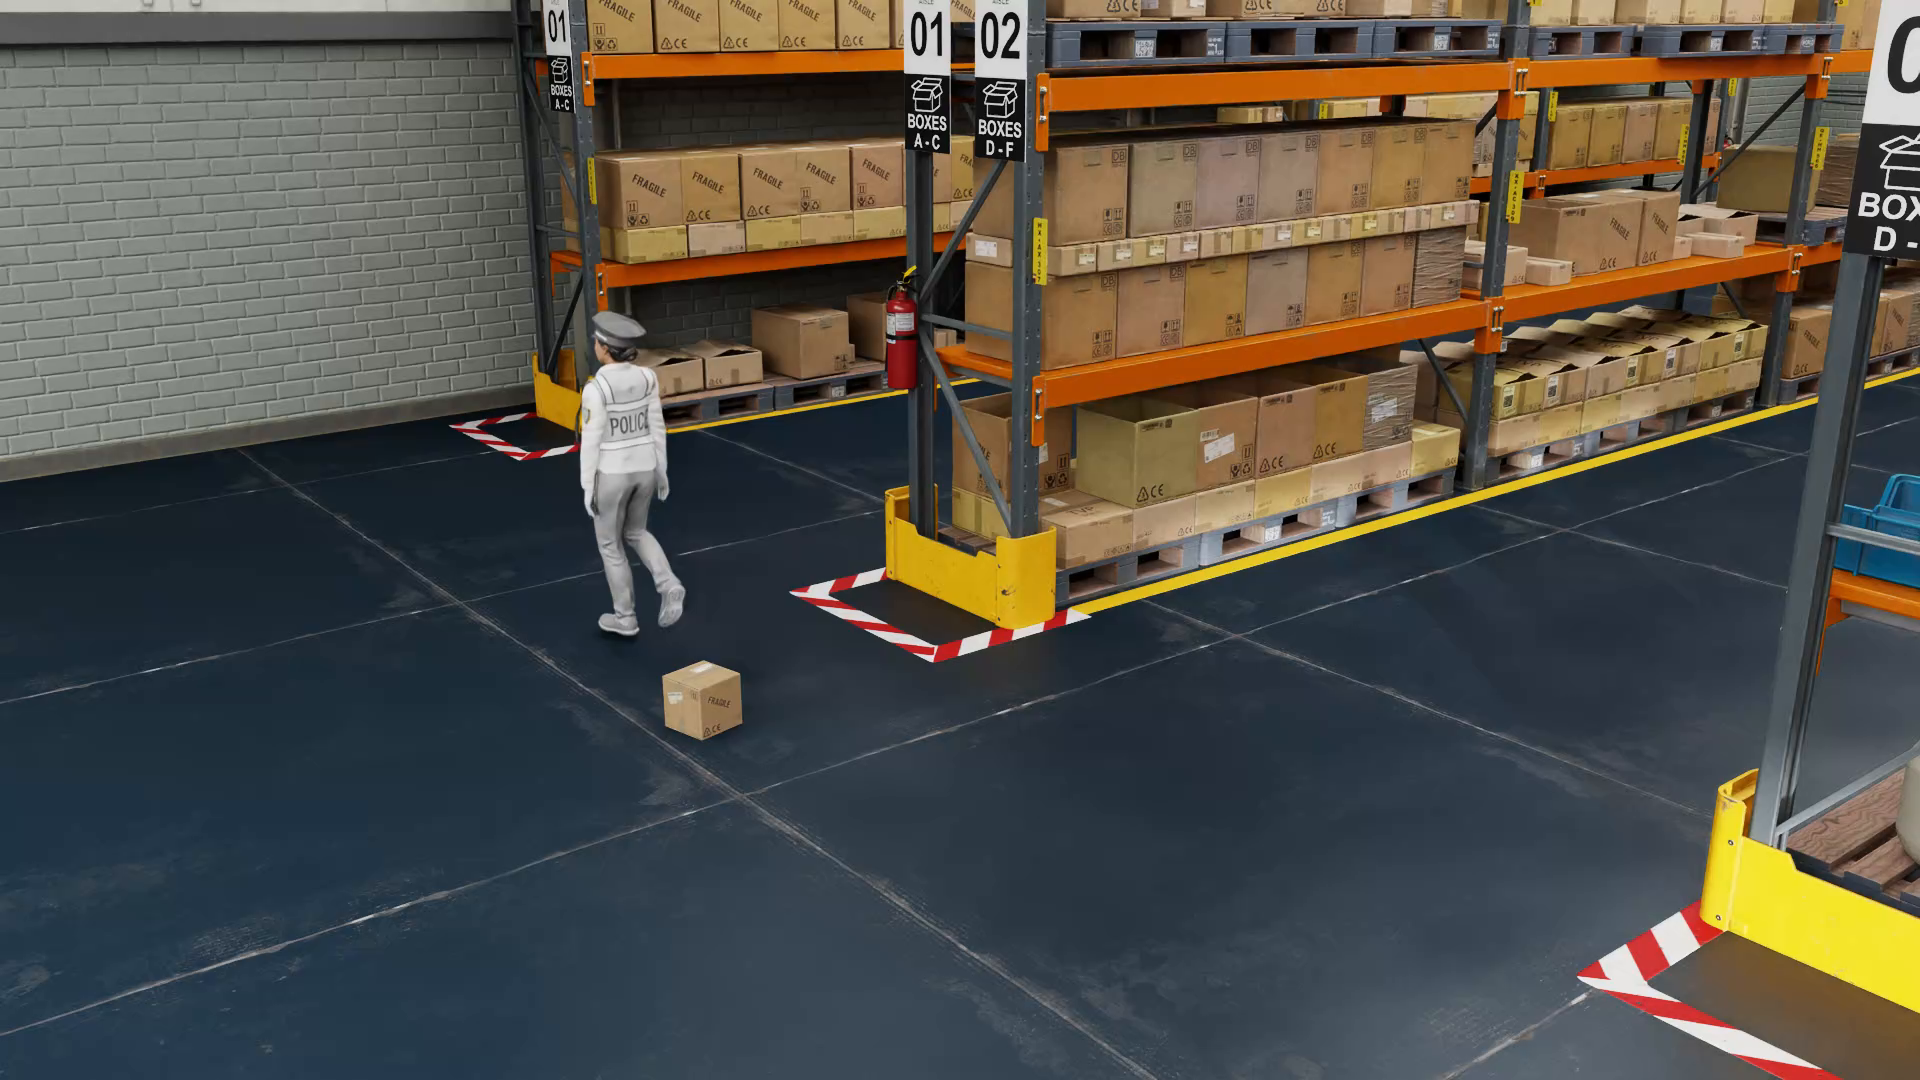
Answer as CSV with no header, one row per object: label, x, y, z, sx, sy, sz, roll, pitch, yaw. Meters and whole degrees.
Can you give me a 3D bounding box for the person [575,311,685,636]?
person,-1.676,-0.316,8.405,0.504,1.677,0.503,15,23,39
